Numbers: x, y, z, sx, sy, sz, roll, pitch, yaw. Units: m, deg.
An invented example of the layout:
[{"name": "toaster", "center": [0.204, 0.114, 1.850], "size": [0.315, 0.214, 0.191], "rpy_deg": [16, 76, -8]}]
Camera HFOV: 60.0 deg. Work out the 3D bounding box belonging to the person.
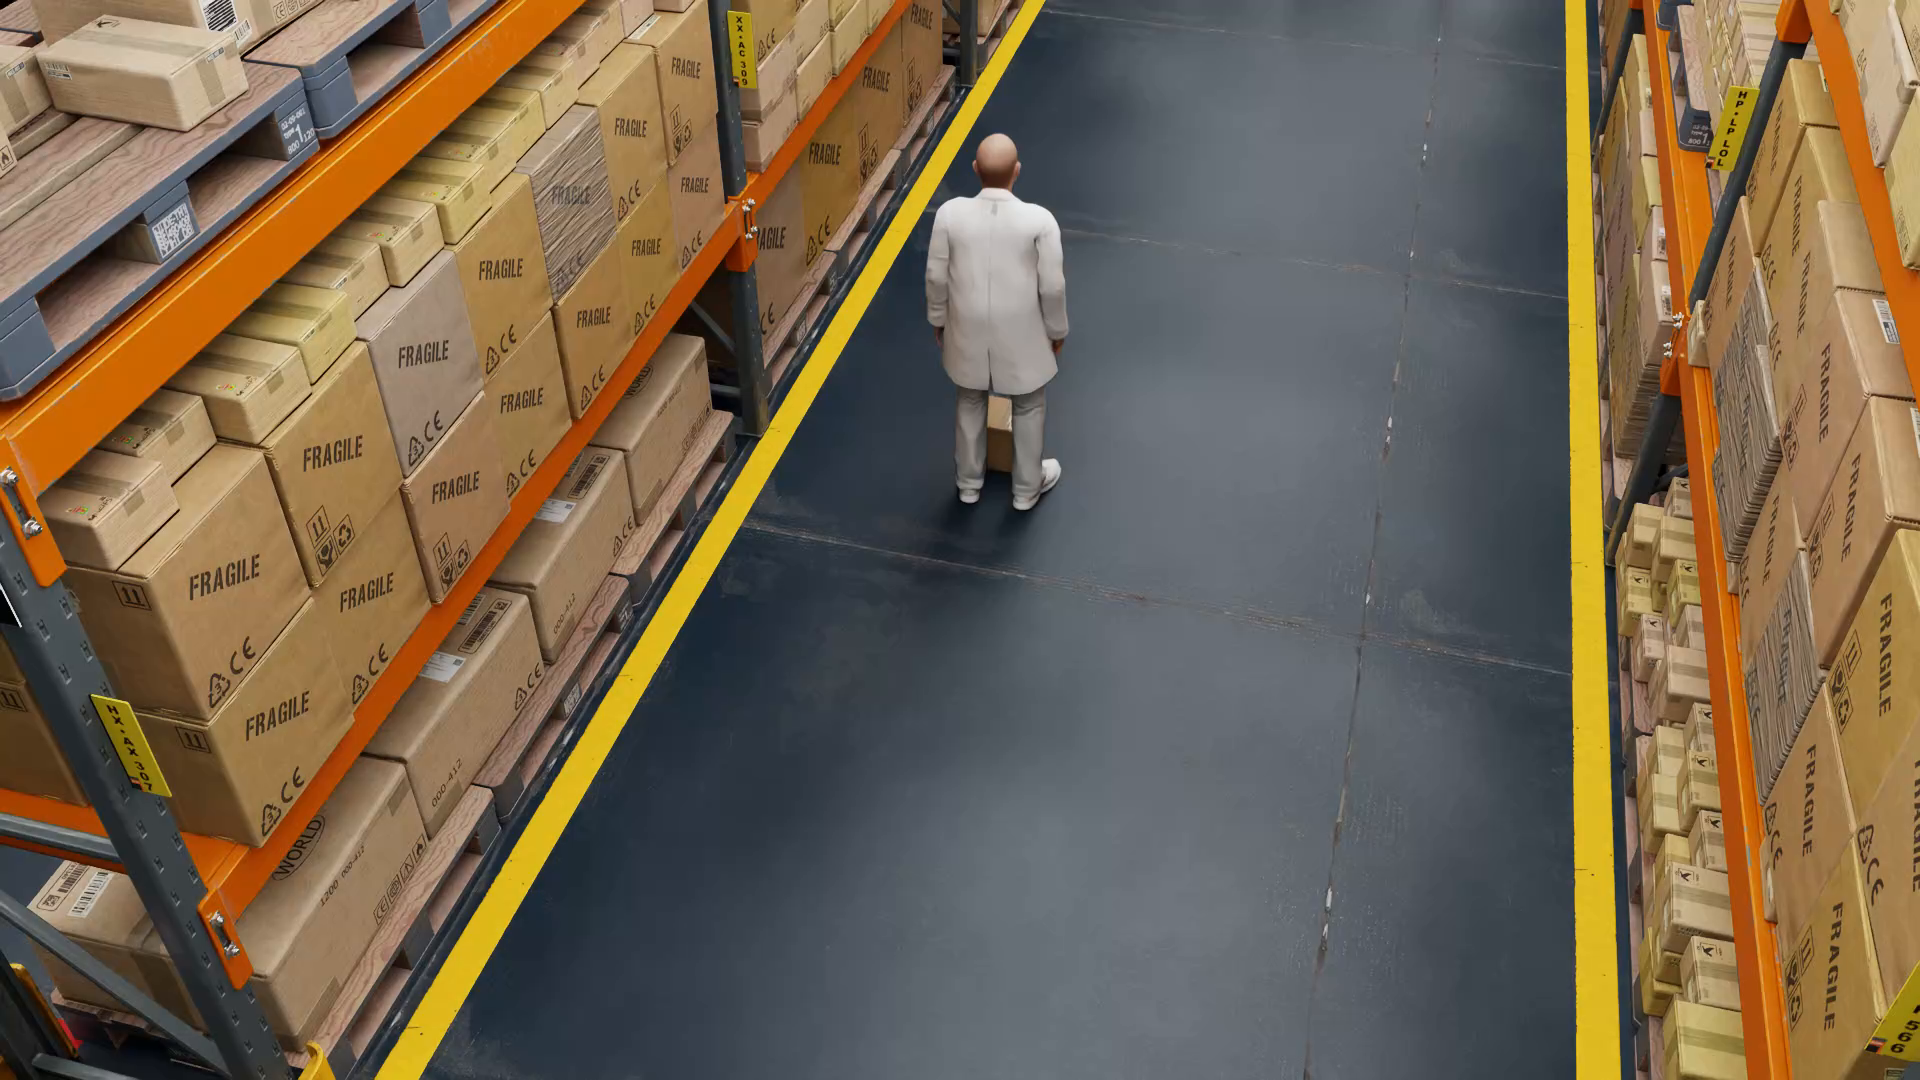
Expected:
[{"name": "person", "center": [0.162, -0.922, 7.251], "size": [0.628, 1.773, 0.427], "rpy_deg": [8, 41, 10]}]
